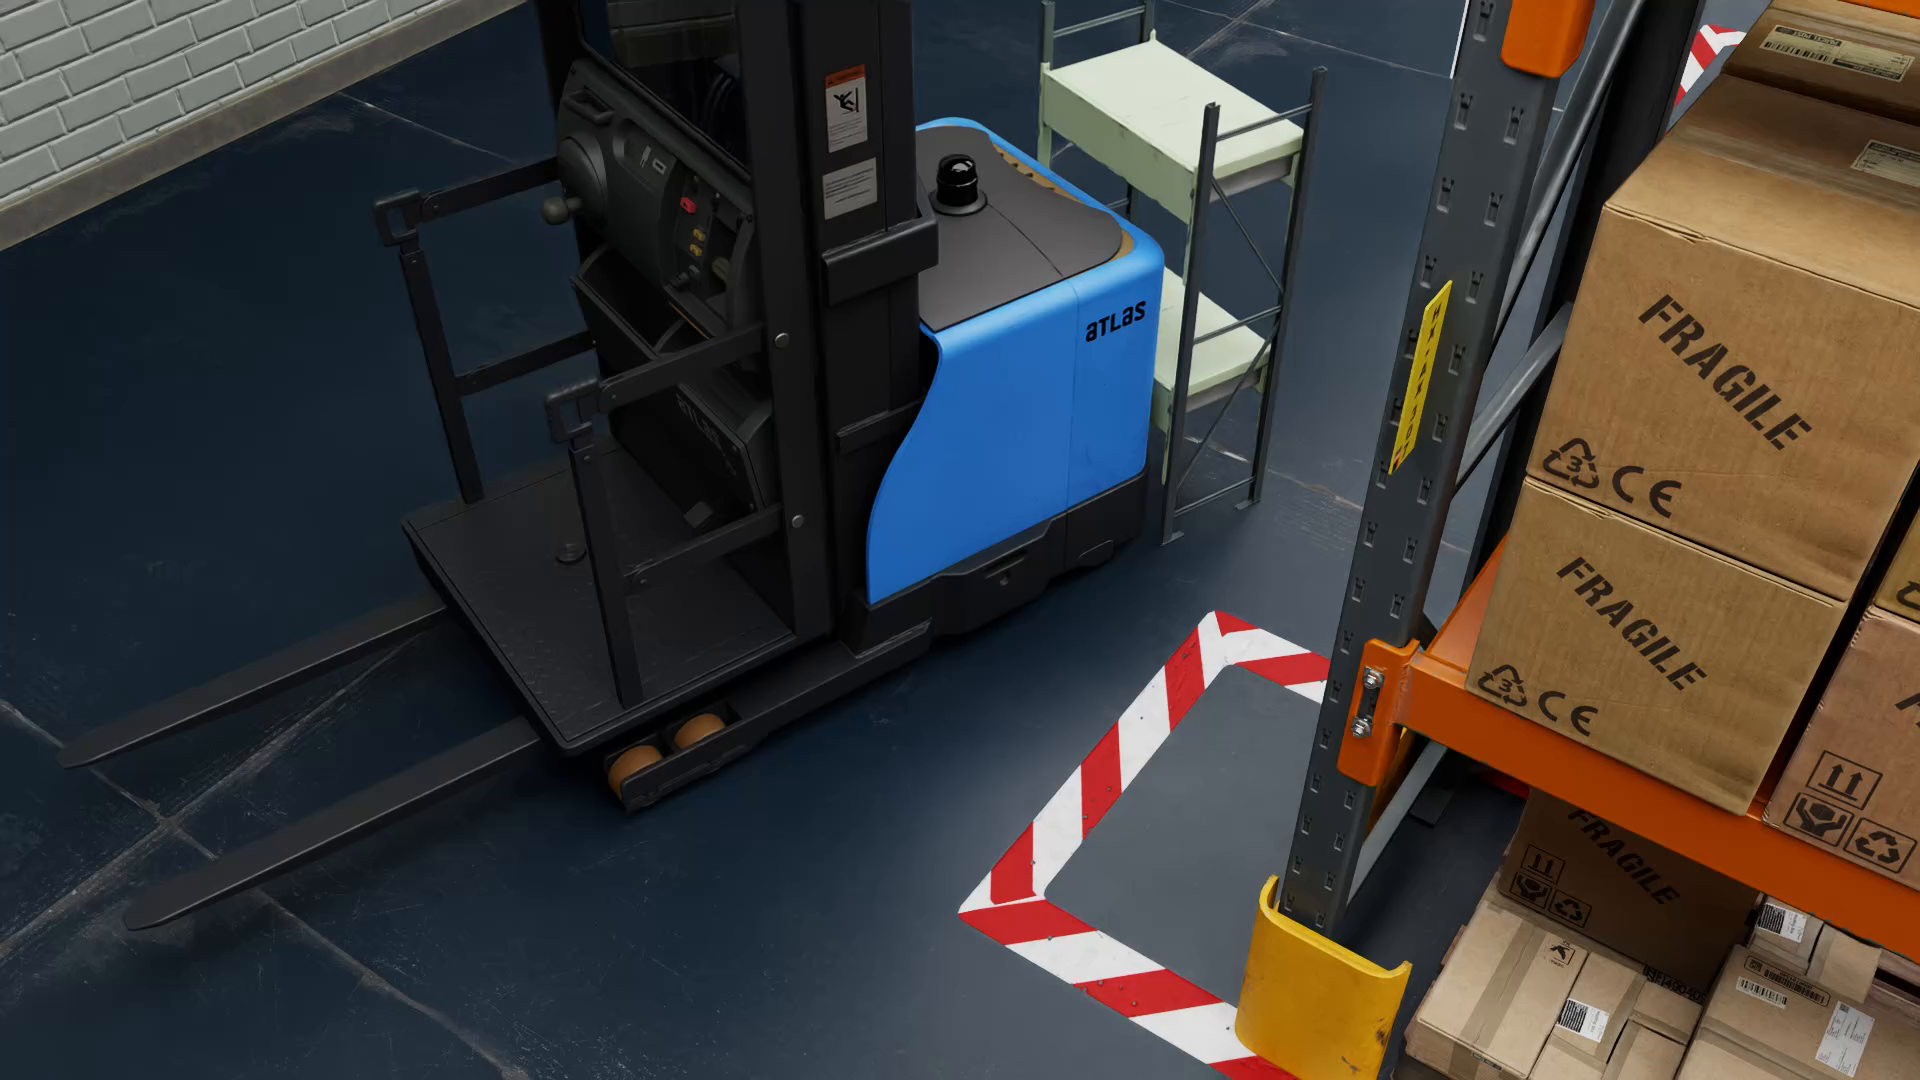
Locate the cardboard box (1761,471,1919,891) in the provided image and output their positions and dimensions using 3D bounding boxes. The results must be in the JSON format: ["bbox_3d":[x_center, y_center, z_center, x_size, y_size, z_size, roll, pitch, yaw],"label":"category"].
[{"bbox_3d":[1.678,0.244,2.653,0.500,0.500,0.500,25,47,25],"label":"cardboard box"}]

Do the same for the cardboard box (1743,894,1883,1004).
[{"bbox_3d":[1.907,0.943,3.742,0.250,0.166,0.380,25,48,25],"label":"cardboard box"}]

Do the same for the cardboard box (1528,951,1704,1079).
[{"bbox_3d":[1.391,1.109,3.556,0.250,0.166,0.380,25,48,25],"label":"cardboard box"}]

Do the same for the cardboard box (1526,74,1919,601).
[{"bbox_3d":[1.252,-0.323,2.537,0.500,0.500,0.500,27,48,27],"label":"cardboard box"}]

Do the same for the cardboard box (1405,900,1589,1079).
[{"bbox_3d":[1.186,1.019,3.669,0.250,0.149,0.380,25,48,25],"label":"cardboard box"}]

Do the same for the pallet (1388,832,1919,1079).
[{"bbox_3d":[1.756,1.146,3.811,1.213,0.211,1.003,25,48,25],"label":"pallet"}]

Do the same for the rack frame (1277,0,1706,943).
[{"bbox_3d":[1.040,-0.227,3.254,0.127,3.000,1.000,25,48,25],"label":"rack frame"}]

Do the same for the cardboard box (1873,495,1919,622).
[{"bbox_3d":[1.685,-0.127,2.318,0.500,0.500,0.500,26,48,26],"label":"cardboard box"}]

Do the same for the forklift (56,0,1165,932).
[{"bbox_3d":[-0.914,-0.781,3.925,3.031,2.935,1.130,-26,48,-26],"label":"forklift"}]

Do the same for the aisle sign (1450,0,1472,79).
[{"bbox_3d":[0.816,-1.062,2.237,0.004,0.787,0.394,25,48,25],"label":"aisle sign"}]

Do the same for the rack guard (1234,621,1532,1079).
[{"bbox_3d":[1.103,0.734,4.055,0.348,0.500,1.175,25,48,25],"label":"rack guard"}]

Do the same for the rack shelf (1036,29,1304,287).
[{"bbox_3d":[0.600,-1.113,4.784,0.431,0.370,0.720,-23,47,-24],"label":"rack shelf"}]

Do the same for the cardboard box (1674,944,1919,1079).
[{"bbox_3d":[1.732,1.188,3.405,0.500,0.250,0.500,25,48,25],"label":"cardboard box"}]

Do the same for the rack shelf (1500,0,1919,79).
[{"bbox_3d":[2.678,-0.311,1.638,4.000,0.370,1.077,25,48,25],"label":"rack shelf"}]

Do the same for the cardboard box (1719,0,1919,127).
[{"bbox_3d":[1.563,-0.617,2.865,0.500,0.500,0.500,25,47,25],"label":"cardboard box"}]

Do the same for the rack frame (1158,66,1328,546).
[{"bbox_3d":[0.798,-0.617,4.815,0.400,1.500,0.023,-23,47,-24],"label":"rack frame"}]

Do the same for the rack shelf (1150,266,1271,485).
[{"bbox_3d":[0.600,-0.580,5.262,0.431,0.370,0.720,-23,47,-24],"label":"rack shelf"}]

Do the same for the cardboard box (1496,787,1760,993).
[{"bbox_3d":[1.627,0.614,3.859,0.500,0.500,0.500,25,48,25],"label":"cardboard box"}]

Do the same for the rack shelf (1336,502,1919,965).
[{"bbox_3d":[2.678,0.807,2.638,4.000,0.370,1.077,25,48,25],"label":"rack shelf"}]

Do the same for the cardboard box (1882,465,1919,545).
[{"bbox_3d":[1.990,-0.045,2.975,0.500,0.500,0.500,25,48,26],"label":"cardboard box"}]

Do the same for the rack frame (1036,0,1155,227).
[{"bbox_3d":[0.402,-1.028,5.274,0.400,1.500,0.023,-23,47,-24],"label":"rack frame"}]

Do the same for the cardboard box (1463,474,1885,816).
[{"bbox_3d":[1.252,0.050,2.870,0.500,0.500,0.500,26,48,26],"label":"cardboard box"}]

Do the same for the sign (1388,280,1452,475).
[{"bbox_3d":[0.729,-0.253,2.634,0.005,0.325,0.100,25,48,25],"label":"sign"}]

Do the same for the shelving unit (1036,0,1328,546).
[{"bbox_3d":[0.600,-0.823,5.045,0.431,1.500,0.755,-23,47,-24],"label":"shelving unit"}]
